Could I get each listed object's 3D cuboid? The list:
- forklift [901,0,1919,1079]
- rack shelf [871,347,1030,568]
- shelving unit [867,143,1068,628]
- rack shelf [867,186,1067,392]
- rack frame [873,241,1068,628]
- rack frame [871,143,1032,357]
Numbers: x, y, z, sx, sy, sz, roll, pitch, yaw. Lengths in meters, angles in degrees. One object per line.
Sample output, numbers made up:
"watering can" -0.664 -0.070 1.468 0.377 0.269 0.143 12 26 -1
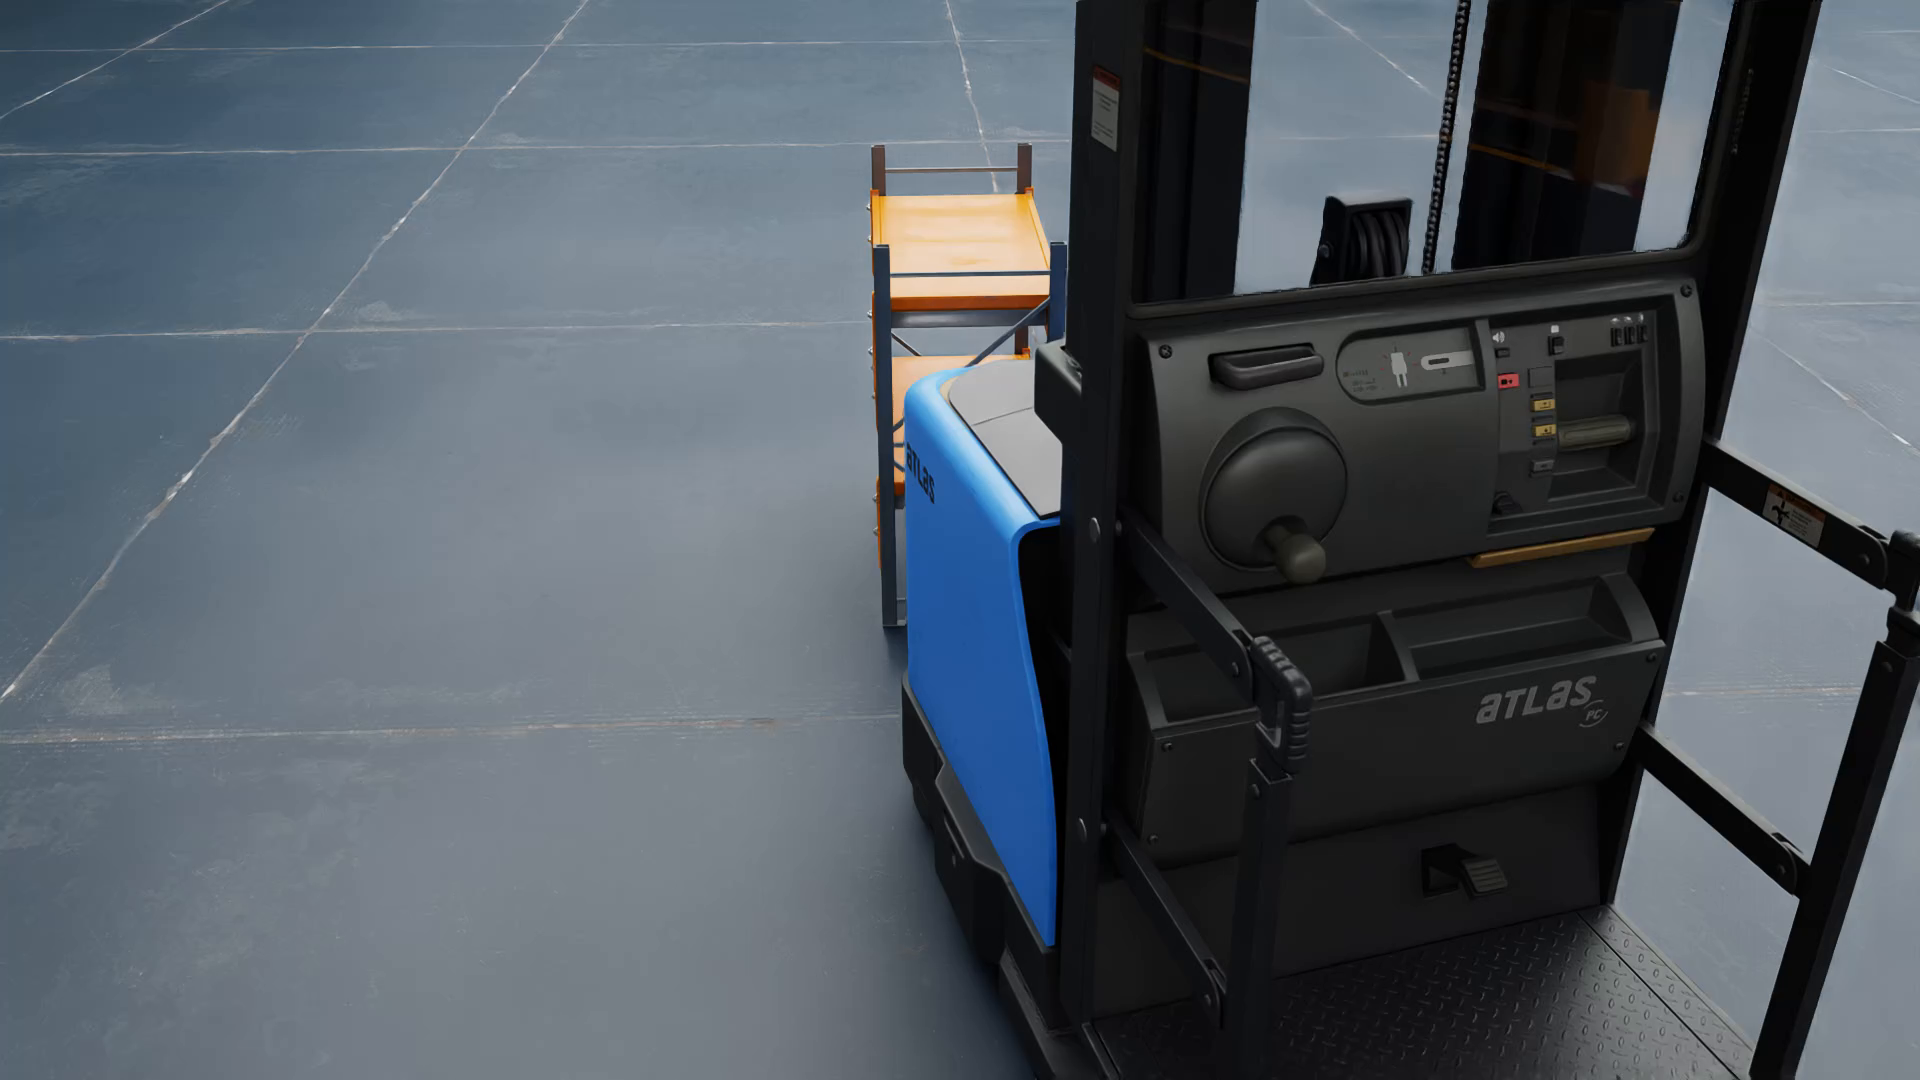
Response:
"forklift" 0.785 -0.130 2.331 1.130 2.935 3.031 -8 29 -15
"rack shelf" 0.000 -0.279 5.097 0.538 0.278 1.000 -1 28 -3
"shelving unit" 0.000 -0.496 4.984 0.538 1.125 1.048 -1 28 -3
"rack shelf" 0.000 -0.755 4.849 0.538 0.278 1.000 -1 28 -3
"rack frame" 0.027 -0.261 4.534 0.500 1.125 0.032 -1 28 -3
"rack frame" -0.026 -0.730 5.434 0.500 1.125 0.032 -1 28 -3
